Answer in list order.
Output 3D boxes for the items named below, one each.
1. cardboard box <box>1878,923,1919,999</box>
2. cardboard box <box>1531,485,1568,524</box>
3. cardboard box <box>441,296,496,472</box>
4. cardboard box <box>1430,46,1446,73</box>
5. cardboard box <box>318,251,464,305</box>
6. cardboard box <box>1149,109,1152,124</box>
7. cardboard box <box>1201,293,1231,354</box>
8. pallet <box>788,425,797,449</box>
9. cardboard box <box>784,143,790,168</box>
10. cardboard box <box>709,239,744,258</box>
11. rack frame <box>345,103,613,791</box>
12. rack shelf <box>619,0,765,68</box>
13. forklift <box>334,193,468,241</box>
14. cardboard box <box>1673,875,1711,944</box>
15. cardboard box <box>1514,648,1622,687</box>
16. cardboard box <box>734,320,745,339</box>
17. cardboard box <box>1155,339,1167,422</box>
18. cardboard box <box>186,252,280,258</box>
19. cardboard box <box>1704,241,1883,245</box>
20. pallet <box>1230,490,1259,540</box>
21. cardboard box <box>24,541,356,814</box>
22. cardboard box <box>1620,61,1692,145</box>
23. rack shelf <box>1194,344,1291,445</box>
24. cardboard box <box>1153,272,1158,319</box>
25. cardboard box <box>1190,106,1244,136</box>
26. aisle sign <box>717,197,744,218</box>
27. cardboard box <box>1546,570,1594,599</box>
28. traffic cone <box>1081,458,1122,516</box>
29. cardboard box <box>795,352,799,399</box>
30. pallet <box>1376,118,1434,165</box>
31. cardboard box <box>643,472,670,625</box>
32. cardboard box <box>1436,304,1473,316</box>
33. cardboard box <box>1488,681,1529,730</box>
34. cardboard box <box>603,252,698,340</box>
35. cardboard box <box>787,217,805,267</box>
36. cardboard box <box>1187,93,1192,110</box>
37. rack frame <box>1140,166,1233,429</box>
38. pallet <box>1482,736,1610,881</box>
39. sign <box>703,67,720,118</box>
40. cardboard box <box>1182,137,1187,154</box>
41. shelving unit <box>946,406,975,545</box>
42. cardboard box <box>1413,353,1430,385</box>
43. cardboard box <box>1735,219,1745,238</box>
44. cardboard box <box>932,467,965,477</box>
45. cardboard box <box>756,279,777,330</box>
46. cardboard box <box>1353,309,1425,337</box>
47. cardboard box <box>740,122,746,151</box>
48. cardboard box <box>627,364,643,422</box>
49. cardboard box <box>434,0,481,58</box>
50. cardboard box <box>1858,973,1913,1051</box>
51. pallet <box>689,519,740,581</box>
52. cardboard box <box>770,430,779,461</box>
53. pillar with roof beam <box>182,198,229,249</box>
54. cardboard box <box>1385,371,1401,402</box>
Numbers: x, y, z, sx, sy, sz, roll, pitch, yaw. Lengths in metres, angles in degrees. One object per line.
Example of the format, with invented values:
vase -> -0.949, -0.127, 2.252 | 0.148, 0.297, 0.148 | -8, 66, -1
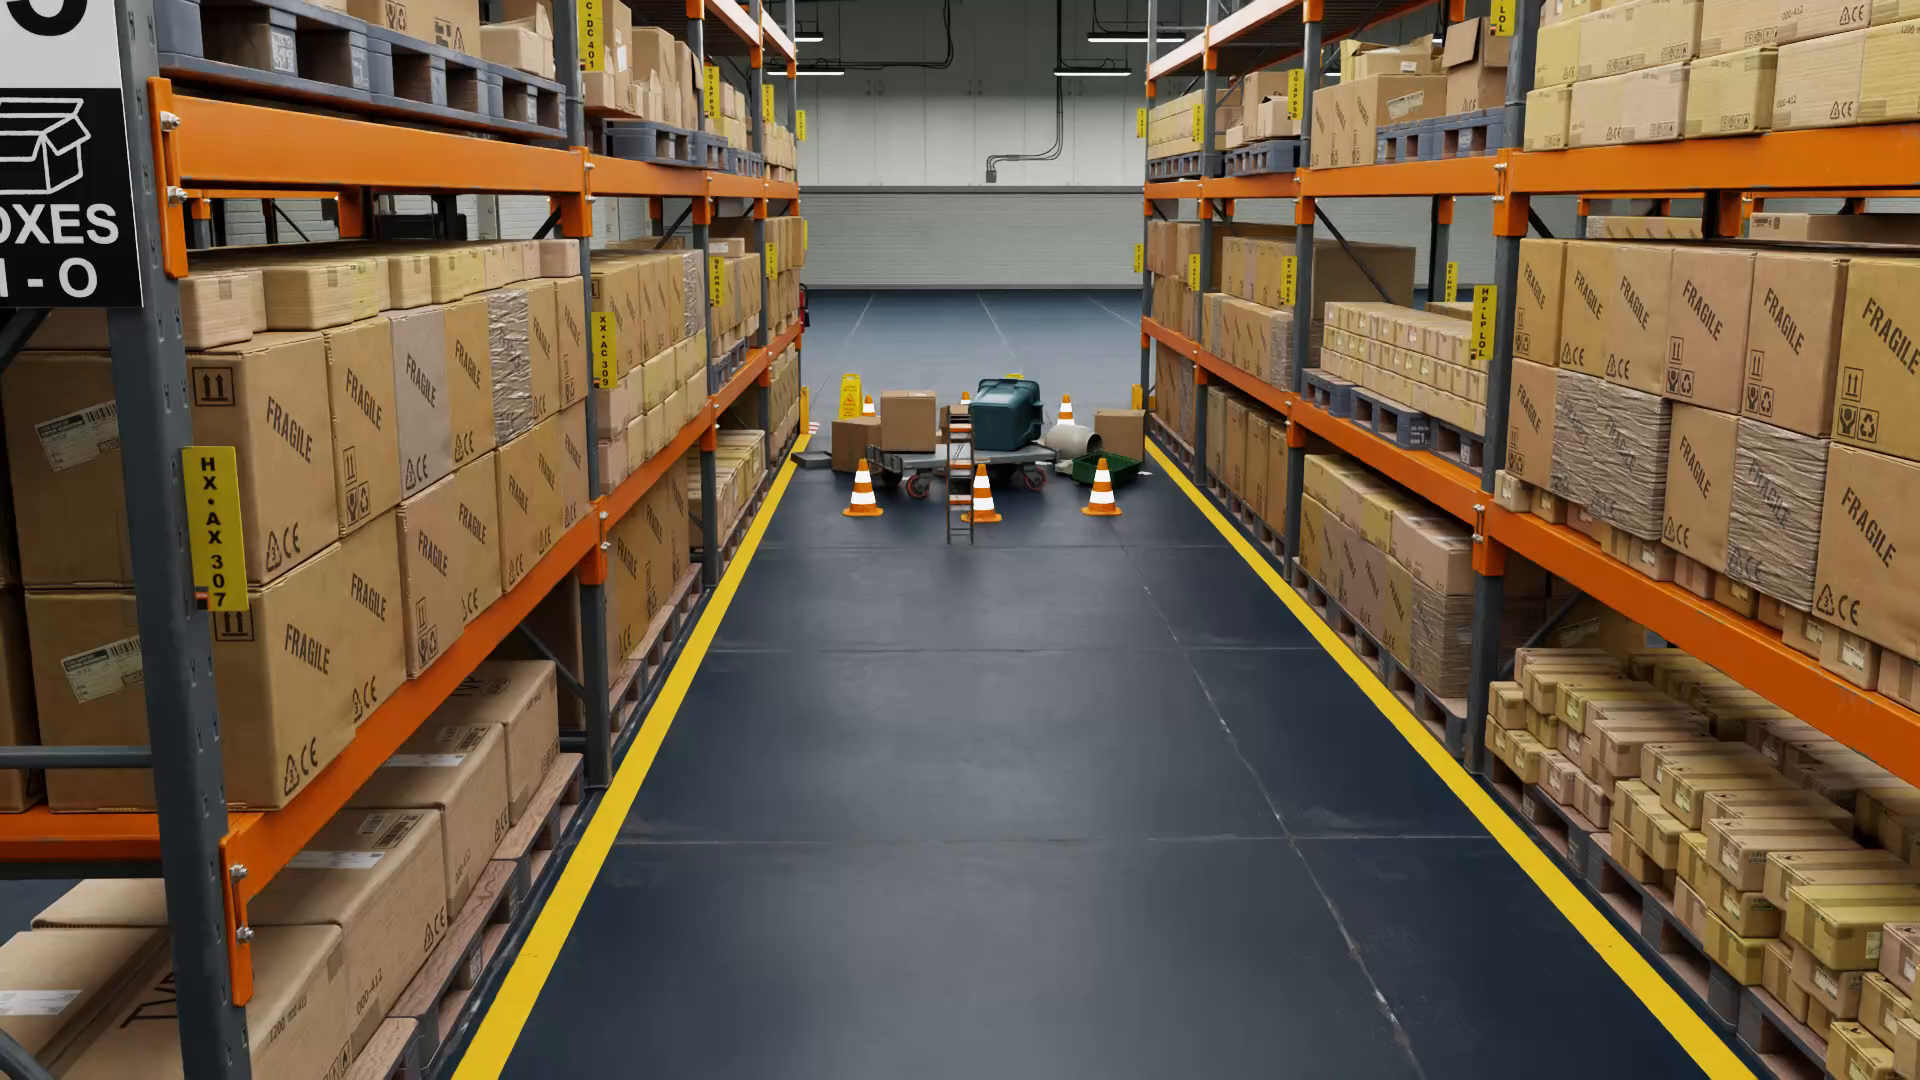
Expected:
cardboard box -> 2.730, 1.149, 4.471 | 0.380, 0.149, 0.250 | 0, 11, 0
cardboard box -> 2.617, -0.160, 6.936 | 0.380, 0.149, 0.250 | 0, 11, 1
cardboard box -> -1.778, -0.496, 5.194 | 0.500, 0.500, 0.500 | 0, 11, -1
cardboard box -> 3.070, -2.900, 10.088 | 0.396, 0.266, 0.258 | 0, 11, -1
cardboard box -> -1.726, -0.793, 5.028 | 0.380, 0.149, 0.250 | -1, 11, -3
cardboard box -> 2.300, -4.702, 18.467 | 0.380, 0.149, 0.250 | 0, 11, -1
cardboard box -> 2.435, -1.926, 14.755 | 0.500, 0.500, 0.500 | 0, 11, -1
pallet -> -2.353, -1.194, 18.411 | 1.003, 0.211, 1.213 | 0, 11, -1
cardboard box -> -2.031, -3.976, 17.195 | 0.500, 0.250, 0.500 | 0, 11, 0
cardboard box -> -1.962, -2.378, 13.549 | 0.380, 0.149, 0.250 | -1, 11, -4
rack frame -> -2.088, -0.352, 7.247 | 1.000, 3.000, 0.127 | 0, 11, -1
rack shelf -> -2.212, -3.936, 12.641 | 1.077, 0.370, 4.000 | 0, 11, -1
forklift -> -5.075, -1.945, 15.276 | 1.130, 2.935, 3.031 | -5, 12, -23
cardboard box -> 2.625, 1.233, 5.550 | 0.380, 0.149, 0.250 | 0, 11, 0
cardboard box -> 2.659, 0.577, 7.287 | 0.380, 0.149, 0.250 | 0, 11, 1
cardboard box -> -1.960, -1.720, 13.571 | 0.380, 0.149, 0.250 | 0, 11, -1
cardboard box -> 2.691, -1.807, 18.711 | 0.875, 0.875, 0.875 | 0, 11, -1
cardboard box -> -2.281, -0.789, 5.009 | 0.380, 0.149, 0.250 | 0, 11, 1
cardboard box -> 3.155, -0.882, 6.346 | 0.500, 0.500, 0.500 | -1, 11, -3
pallet -> 2.813, -0.219, 13.610 | 1.003, 0.211, 1.213 | 0, 11, -1
cardboard box -> -1.728, 0.298, 3.794 | 0.500, 0.500, 0.500 | 0, 11, -2
cardboard box -> 2.615, -1.492, 5.703 | 0.500, 0.250, 0.500 | 0, 11, 1
rack shelf -> 2.735, -1.232, 13.397 | 1.077, 0.370, 4.000 | 0, 11, -1
cardboard box -> 2.664, -2.777, 18.827 | 0.875, 0.550, 0.550 | 0, 11, -1
cardboard box -> 2.427, -3.876, 15.398 | 0.500, 0.250, 0.500 | 0, 11, -2
aisle sign -> -2.647, -4.022, 18.801 | 0.394, 0.787, 0.004 | 0, 11, -1
cardboard box -> 3.108, 0.112, 8.308 | 0.500, 0.250, 0.500 | -1, 11, -4
traffic cone -> 1.212, -0.466, 14.193 | 0.336, 0.463, 0.334 | 0, 11, -1
cardboard box -> -2.059, -1.804, 18.383 | 0.500, 0.500, 0.500 | 0, 11, -1
pallet -> 2.928, -2.099, 8.790 | 1.213, 0.211, 1.003 | 0, 11, -1
cardboard box -> -2.225, 0.004, 9.784 | 0.875, 0.875, 0.875 | 0, 11, 0
cardboard box -> 3.248, -1.416, 10.573 | 0.380, 0.149, 0.250 | 0, 11, -2
cardboard box -> 2.547, 0.727, 7.297 | 0.380, 0.149, 0.250 | 0, 11, 1
cardboard box -> -1.880, -1.482, 10.054 | 0.500, 0.500, 0.500 | 0, 11, 0
cardboard box -> -1.991, -3.119, 17.377 | 0.700, 0.500, 0.500 | 0, 11, -2
cardboard box -> 2.358, -4.146, 15.727 | 0.380, 0.149, 0.250 | 0, 11, -1
rack frame -> 2.611, -2.777, 19.205 | 1.000, 3.000, 0.127 | 0, 11, -1
pallet -> 2.908, 1.108, 7.067 | 1.003, 0.211, 1.213 | 0, 11, -1
sign -> -1.616, -2.910, 10.812 | 0.100, 0.325, 0.005 | 0, 11, -1
cardboard box -> 2.349, -3.807, 16.061 | 0.380, 0.149, 0.250 | 0, 11, -1
shelving unit -> 0.001, -0.504, 12.902 | 0.215, 1.050, 0.252 | 0, 11, -1
cardboard box -> 2.630, -0.906, 8.810 | 0.380, 0.149, 0.250 | -1, 11, -4
cardboard box -> 7.370, -2.756, 15.583 | 0.500, 0.500, 0.500 | 0, 11, -1
cardboard box -> -0.124, -0.773, 16.200 | 0.258, 0.266, 0.396 | -10, 15, -40
cardboard box -> -1.984, -2.225, 15.483 | 0.500, 0.500, 0.500 | 0, 11, -1
cardboard box -> 2.606, -1.314, 10.070 | 0.380, 0.149, 0.250 | -1, 11, -4
cardboard box -> -2.096, -3.429, 14.192 | 0.500, 0.250, 0.500 | 0, 11, -2
cardboard box -> -1.854, -0.715, 8.160 | 0.500, 0.250, 0.500 | 0, 11, 0
cardboard box -> -2.028, -1.859, 5.566 | 0.797, 0.503, 0.637 | 1, 11, 3
cardboard box -> 2.694, 1.293, 4.508 | 0.380, 0.149, 0.250 | -1, 11, -2
pallet -> -2.185, 0.065, 12.210 | 1.003, 0.211, 1.213 | 0, 11, -1
cardboard box -> -1.995, -0.918, 15.901 | 0.500, 0.250, 0.500 | -1, 11, -4
pillar with roof beam -> -3.881, -5.531, 17.691 | 9.100, 9.000, 0.400 | 0, 11, -1
cardboard box -> 2.617, -0.865, 9.353 | 0.380, 0.149, 0.250 | -1, 11, -3
